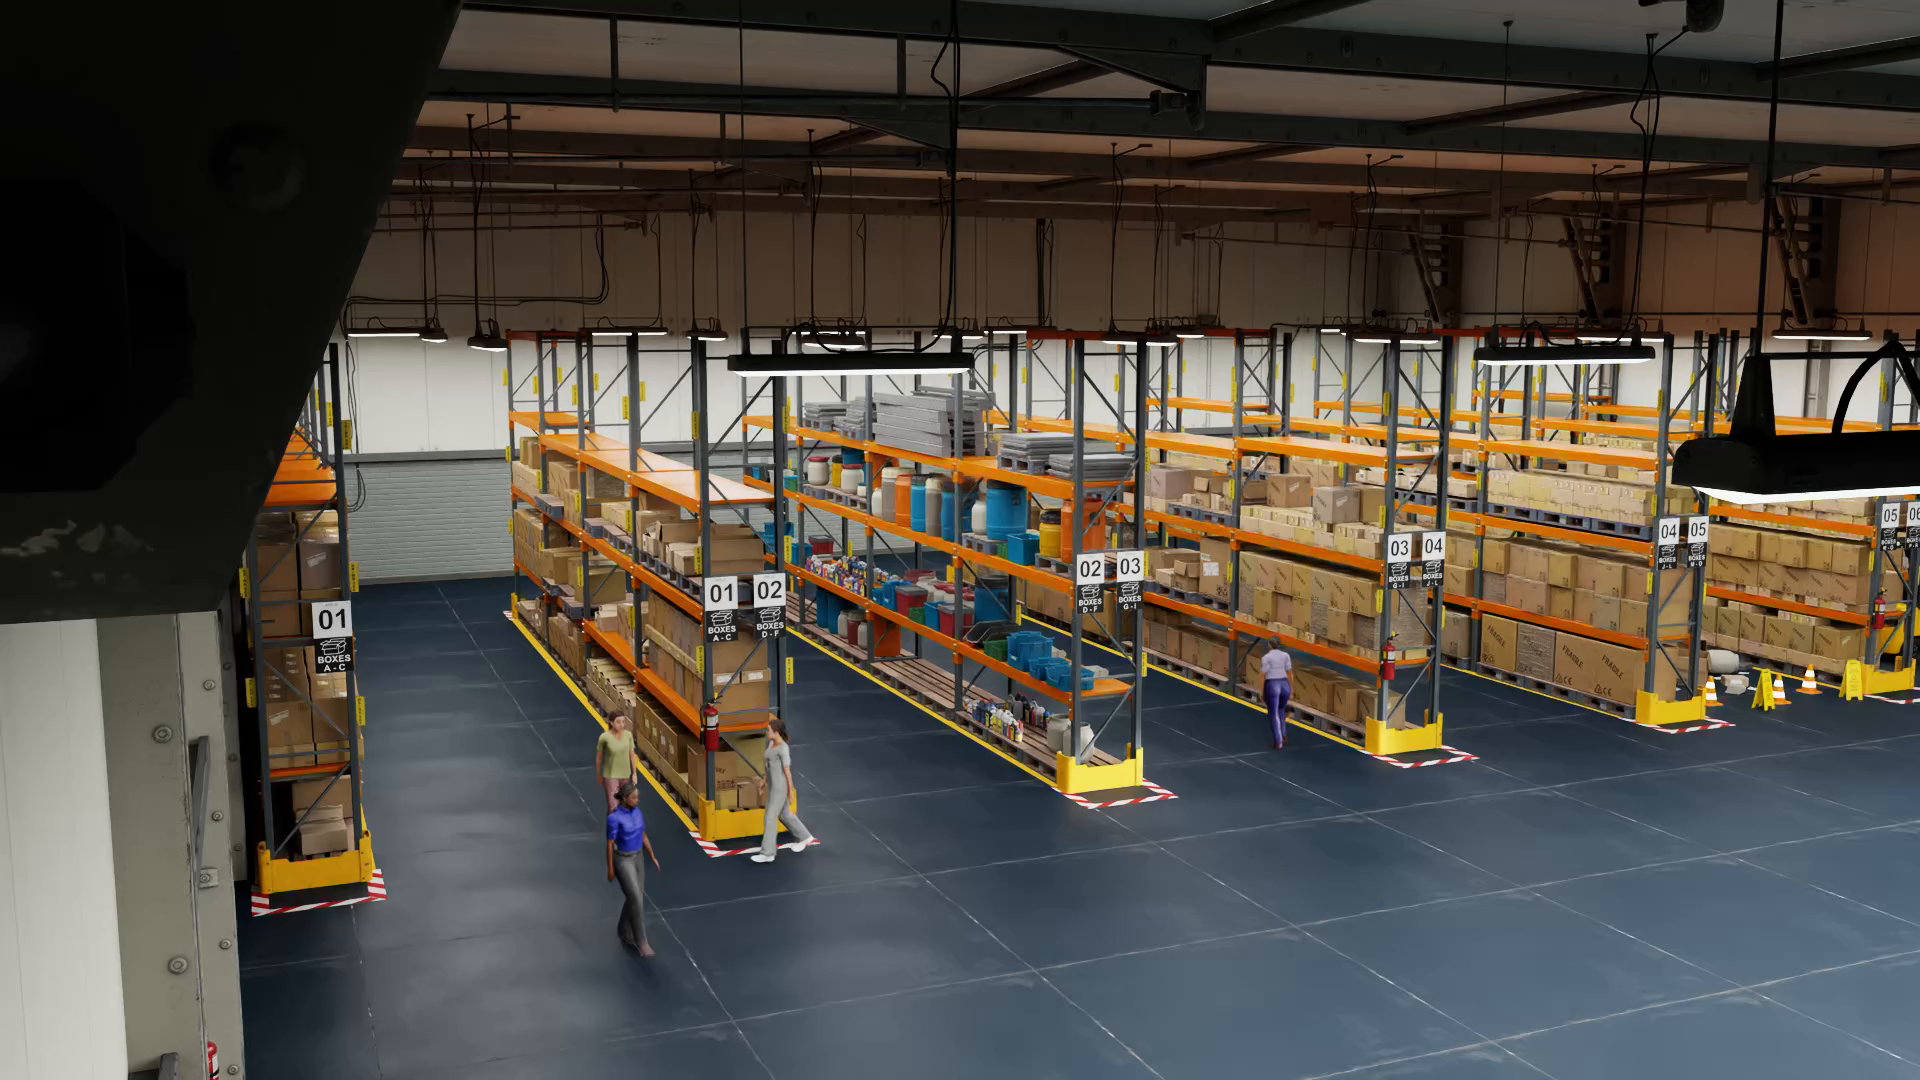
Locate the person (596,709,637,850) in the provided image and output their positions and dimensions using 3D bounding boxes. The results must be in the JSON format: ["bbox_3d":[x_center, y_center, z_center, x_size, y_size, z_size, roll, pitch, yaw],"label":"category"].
[{"bbox_3d":[-4.098,2.831,19.912,0.472,1.640,0.917,-6,10,-37],"label":"person"}]

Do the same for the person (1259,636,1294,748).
[{"bbox_3d":[4.626,2.223,24.346,0.517,1.657,0.522,-2,8,-14],"label":"person"}]

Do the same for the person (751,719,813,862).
[{"bbox_3d":[-2.082,2.891,19.384,0.826,1.651,0.447,-3,8,-20],"label":"person"}]

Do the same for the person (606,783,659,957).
[{"bbox_3d":[-3.237,3.275,16.648,0.622,1.690,0.471,4,9,27],"label":"person"}]
